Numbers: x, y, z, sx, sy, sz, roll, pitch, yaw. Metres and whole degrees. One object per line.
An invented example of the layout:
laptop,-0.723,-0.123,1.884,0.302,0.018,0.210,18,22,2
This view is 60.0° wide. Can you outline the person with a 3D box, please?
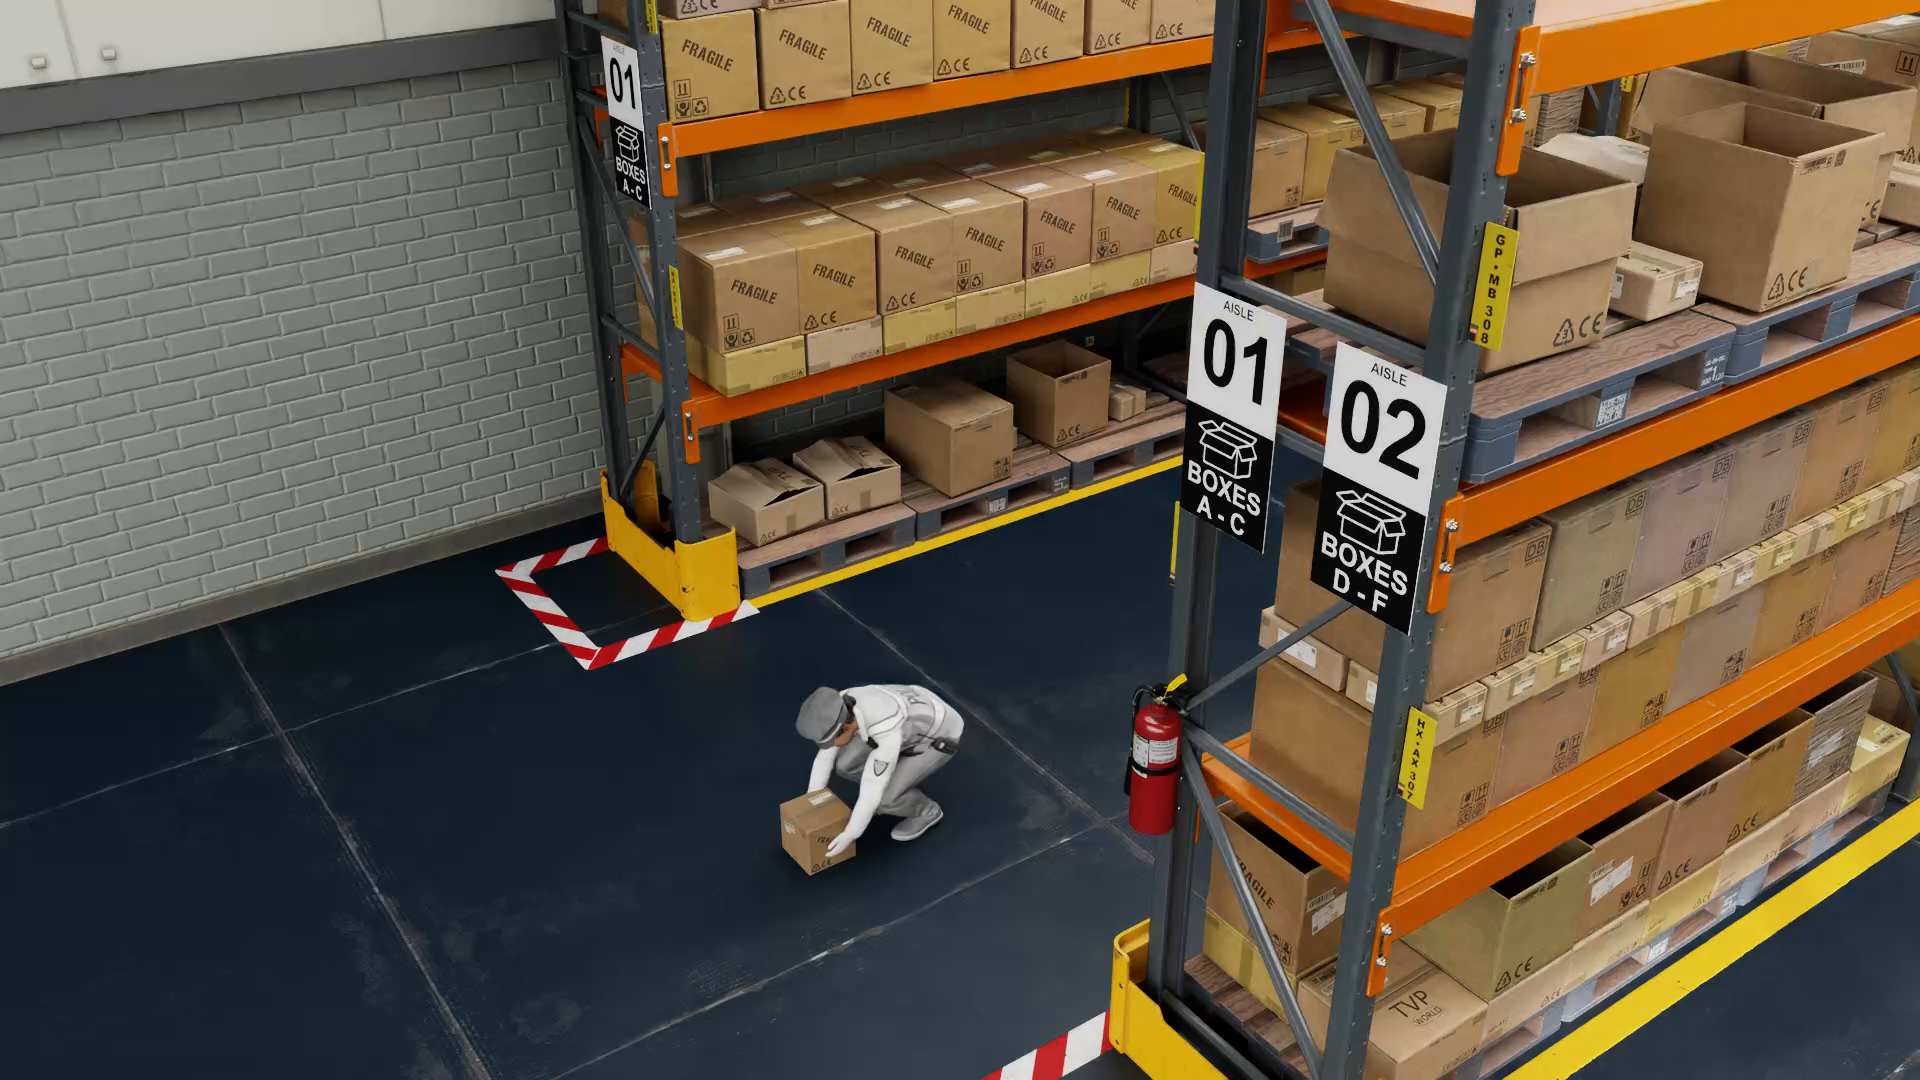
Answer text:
person,-0.374,0.974,7.655,0.856,0.898,0.486,-19,34,-31
